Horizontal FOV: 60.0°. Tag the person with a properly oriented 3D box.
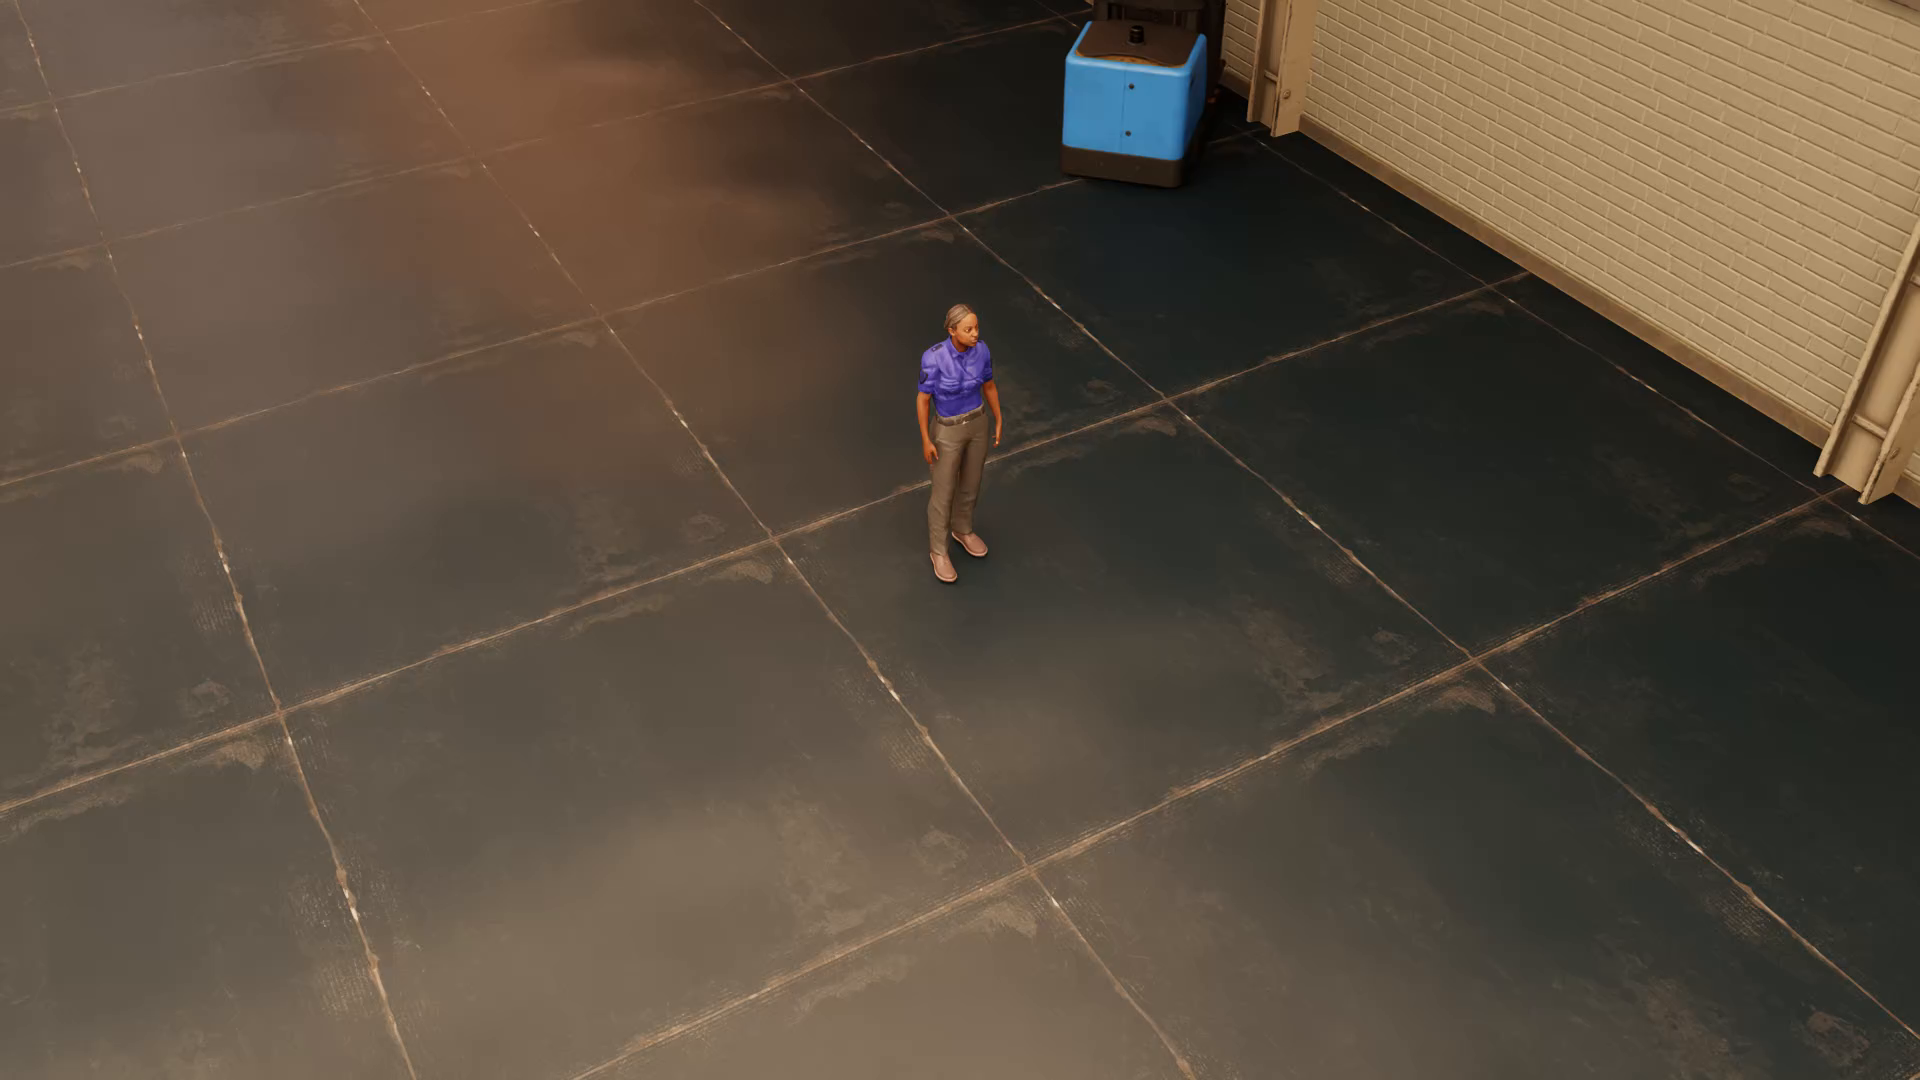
[{"bbox_3d":[0.026,-0.587,9.733,0.569,1.654,0.504,-20,44,-23],"label":"person"}]

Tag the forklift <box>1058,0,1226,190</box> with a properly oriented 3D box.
[{"bbox_3d":[1.730,-4.956,14.011,1.130,2.935,3.031,11,41,13],"label":"forklift"}]
